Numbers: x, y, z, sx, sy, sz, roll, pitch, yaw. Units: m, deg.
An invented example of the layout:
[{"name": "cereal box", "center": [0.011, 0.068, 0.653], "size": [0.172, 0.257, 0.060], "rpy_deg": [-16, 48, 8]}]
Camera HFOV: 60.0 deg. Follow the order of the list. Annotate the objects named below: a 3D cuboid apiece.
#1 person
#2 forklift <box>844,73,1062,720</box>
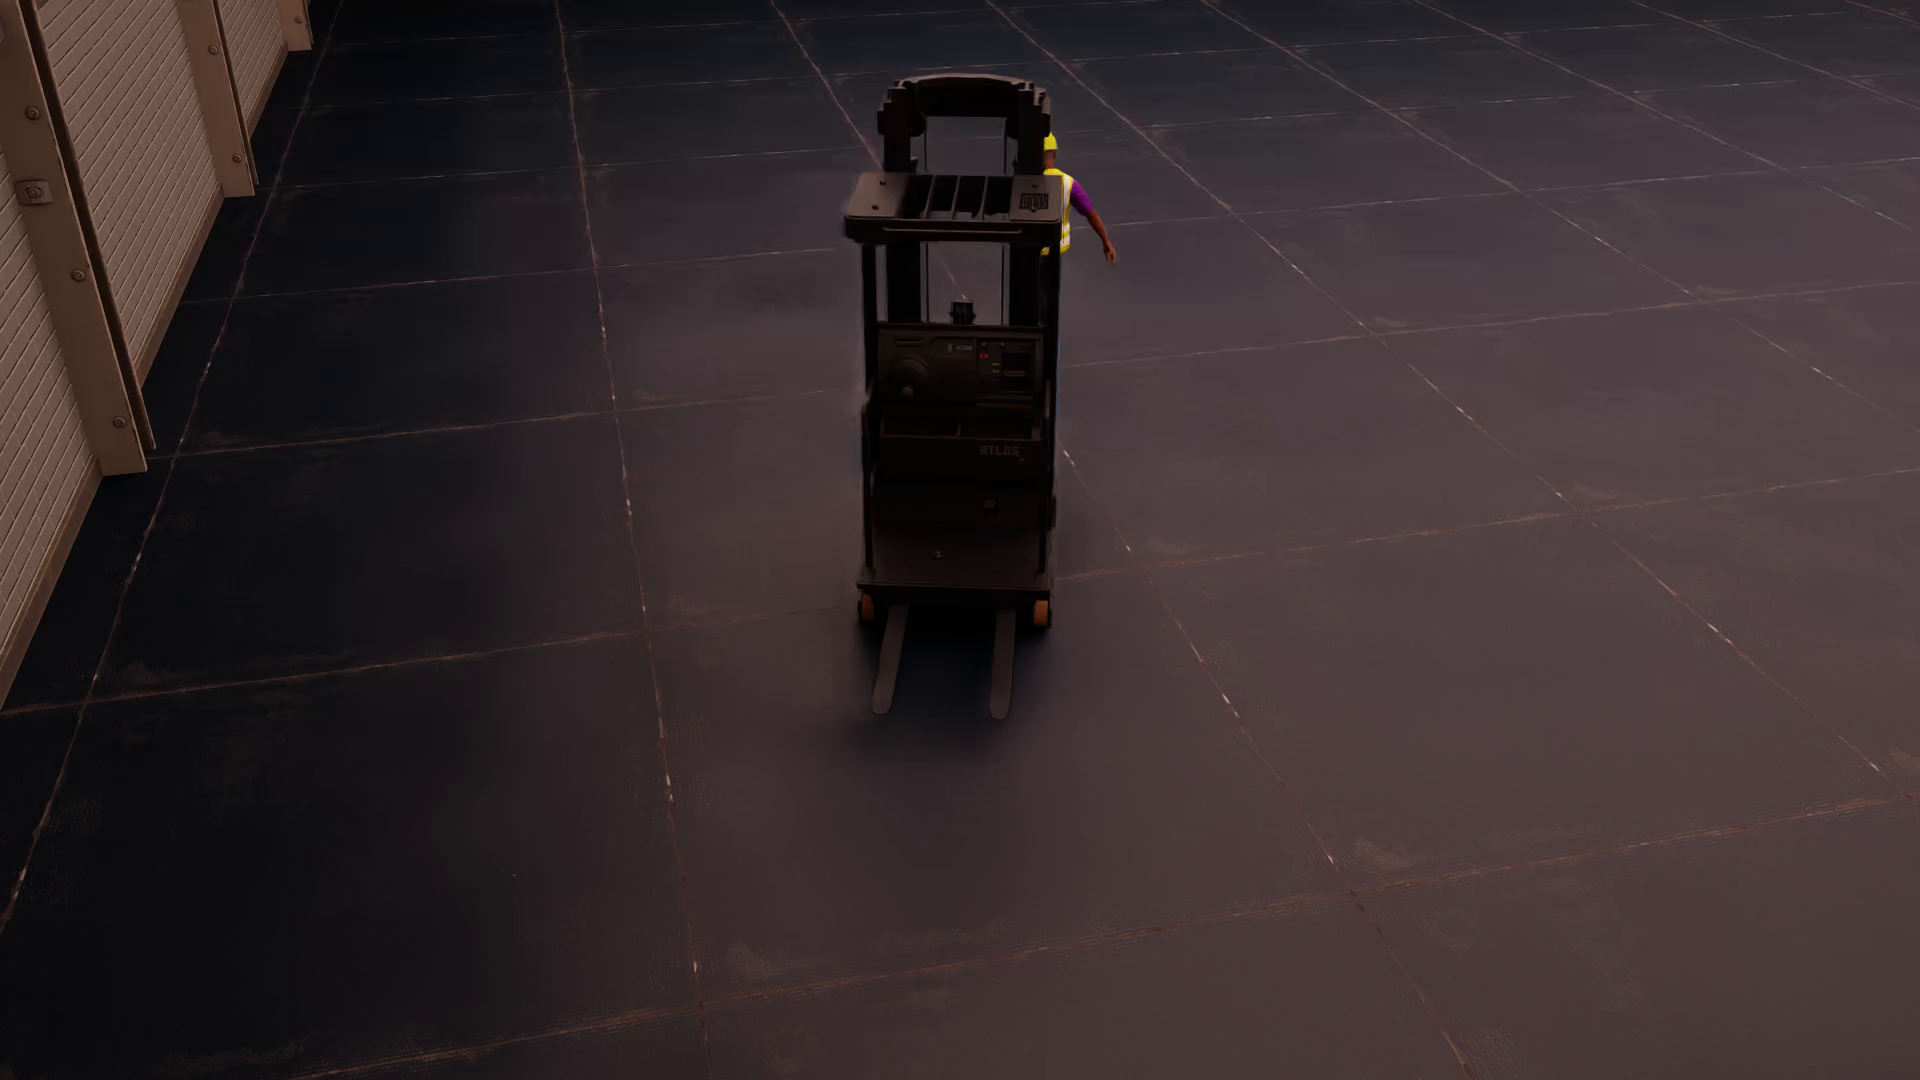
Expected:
[{"name": "person", "center": [0.643, -2.258, 12.674], "size": [1.020, 1.745, 0.765], "rpy_deg": [-5, 30, -9]}, {"name": "forklift", "center": [-0.010, -0.932, 9.184], "size": [1.130, 2.935, 3.031], "rpy_deg": [2, 30, 3]}]
